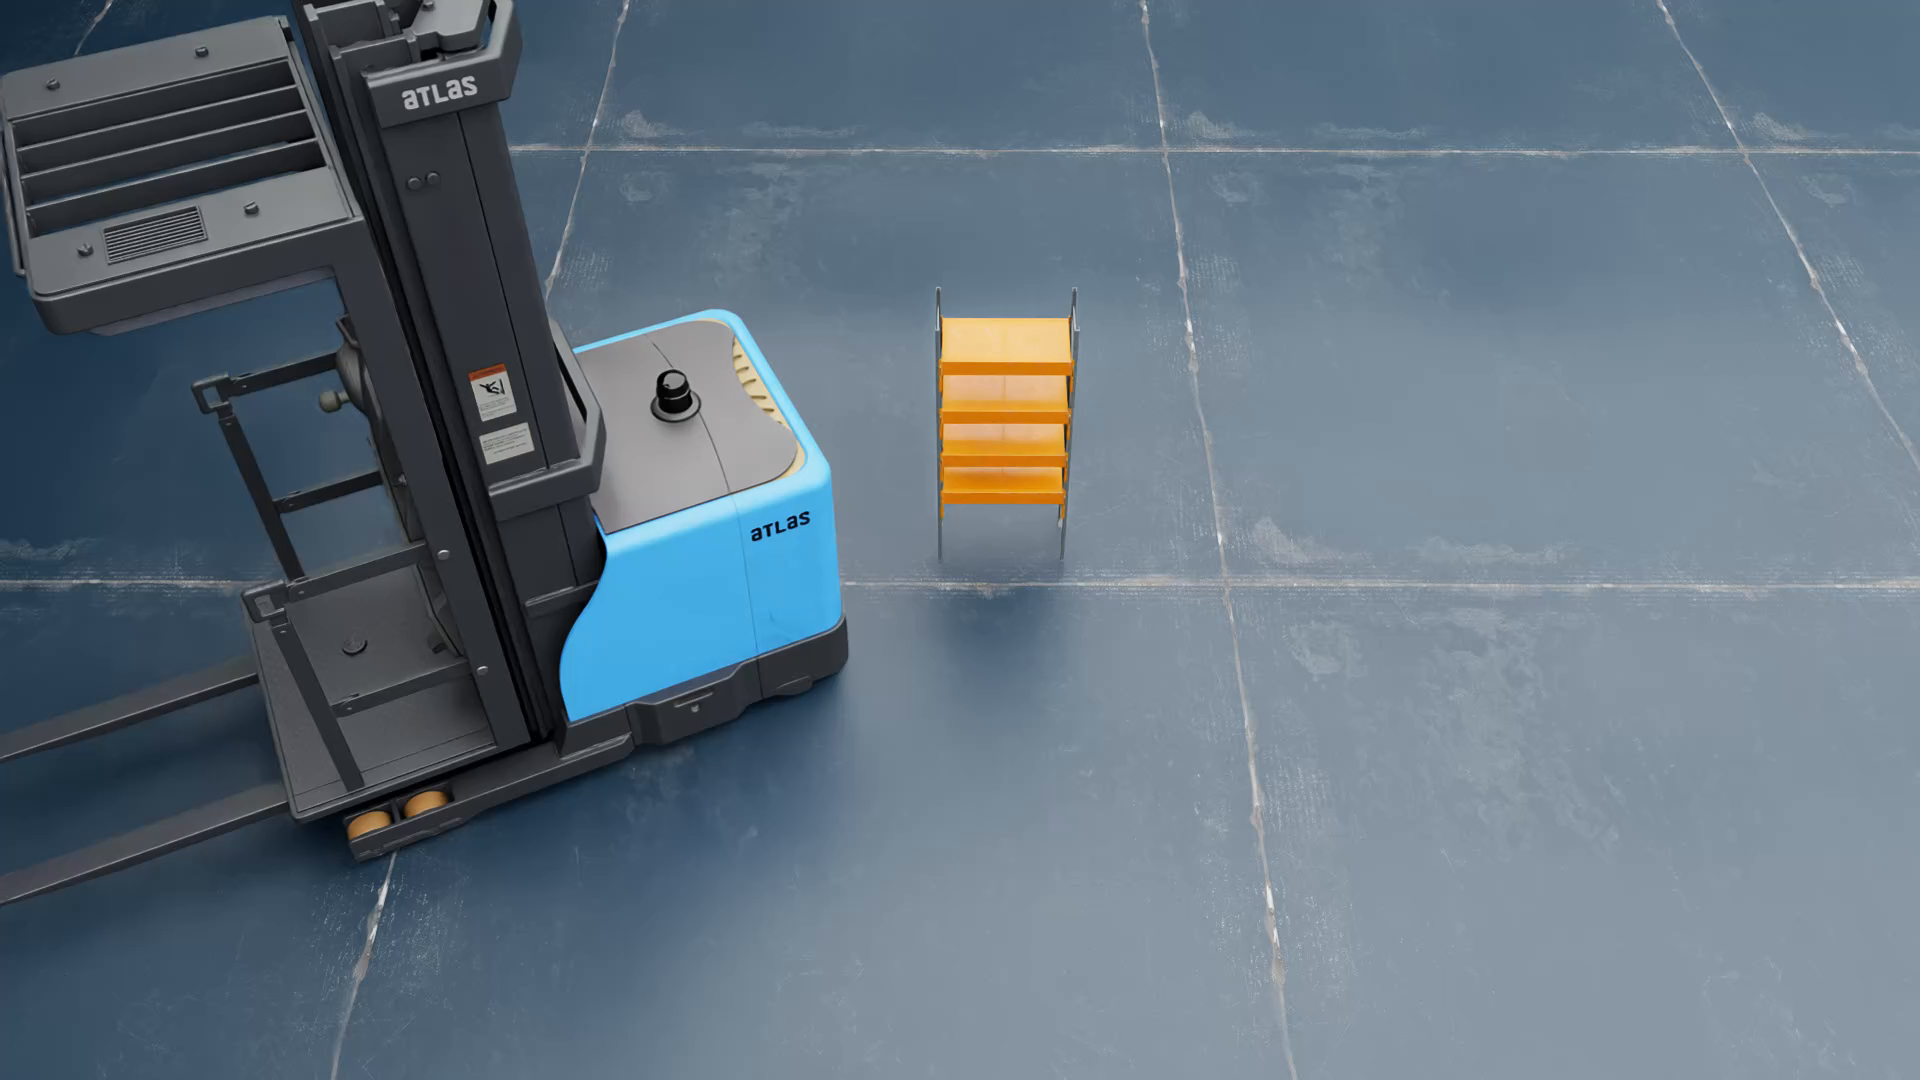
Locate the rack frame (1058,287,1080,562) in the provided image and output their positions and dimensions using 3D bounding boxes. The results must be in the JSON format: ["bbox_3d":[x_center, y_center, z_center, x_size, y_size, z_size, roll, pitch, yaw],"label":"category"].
[{"bbox_3d":[0.410,-0.408,6.310,0.015,1.200,0.240,0,47,0],"label":"rack frame"}]

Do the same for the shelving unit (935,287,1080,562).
[{"bbox_3d":[0.166,-0.408,6.310,0.503,1.200,0.258,0,47,0],"label":"shelving unit"}]

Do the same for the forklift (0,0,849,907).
[{"bbox_3d":[-1.975,-0.351,5.074,3.031,2.935,1.130,-19,50,-17],"label":"forklift"}]

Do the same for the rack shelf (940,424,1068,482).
[{"bbox_3d":[0.166,-0.363,6.360,0.480,0.148,0.258,0,47,0],"label":"rack shelf"}]

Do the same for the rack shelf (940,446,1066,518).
[{"bbox_3d":[0.166,-0.227,6.505,0.480,0.148,0.258,0,47,0],"label":"rack shelf"}]

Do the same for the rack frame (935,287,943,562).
[{"bbox_3d":[-0.078,-0.409,6.311,0.015,1.200,0.240,0,47,0],"label":"rack frame"}]

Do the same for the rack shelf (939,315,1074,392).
[{"bbox_3d":[0.166,-0.676,6.023,0.480,0.148,0.258,0,47,0],"label":"rack shelf"}]

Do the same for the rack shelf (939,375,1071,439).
[{"bbox_3d":[0.166,-0.515,6.196,0.480,0.148,0.258,0,47,0],"label":"rack shelf"}]
